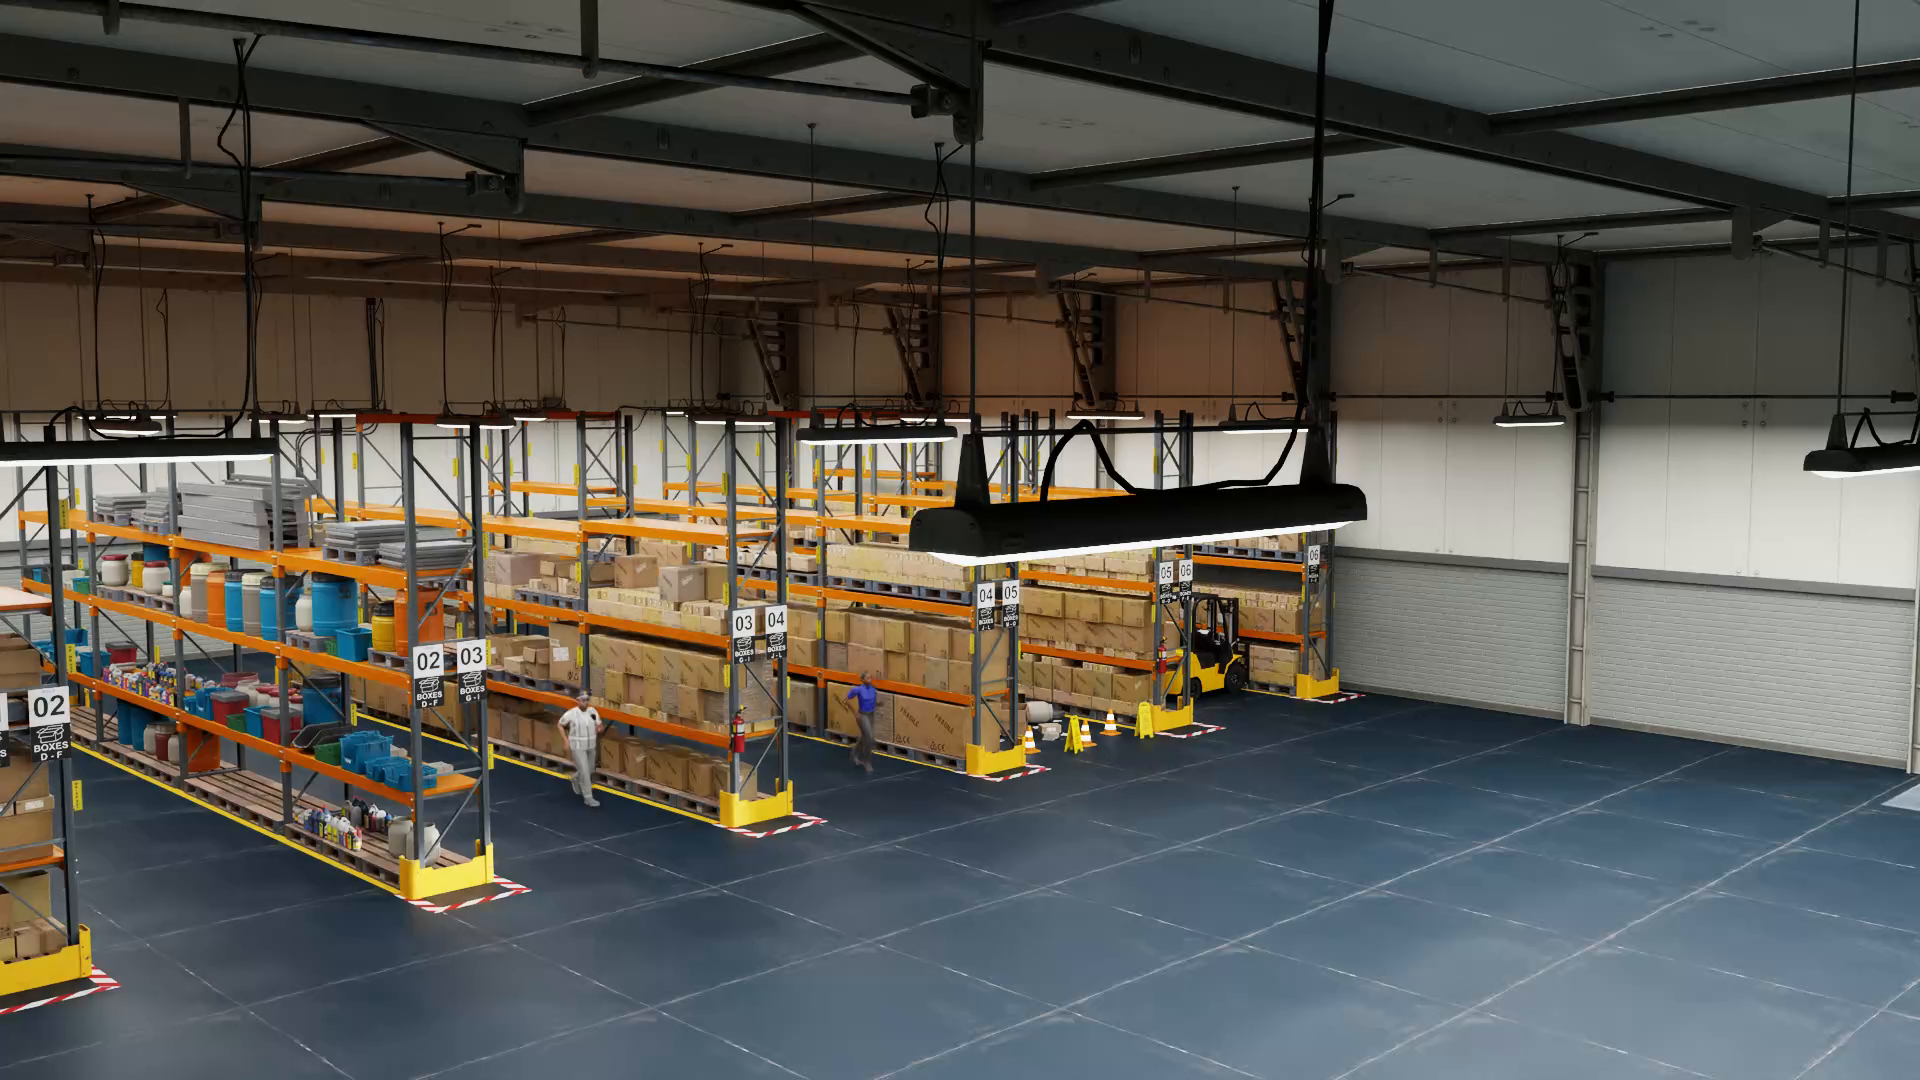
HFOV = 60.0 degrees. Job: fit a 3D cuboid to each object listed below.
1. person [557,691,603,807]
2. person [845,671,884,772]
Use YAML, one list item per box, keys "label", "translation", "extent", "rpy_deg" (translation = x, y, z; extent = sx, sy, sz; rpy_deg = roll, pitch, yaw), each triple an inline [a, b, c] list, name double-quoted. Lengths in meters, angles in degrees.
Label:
- label: "person"
  translation: [-5.856, 3.193, 25.791]
  extent: [0.665, 1.760, 0.917]
  rpy_deg: [-5, 7, -43]
- label: "person"
  translation: [-1.607, 3.113, 28.192]
  extent: [0.755, 1.635, 0.555]
  rpy_deg: [4, 6, 38]
